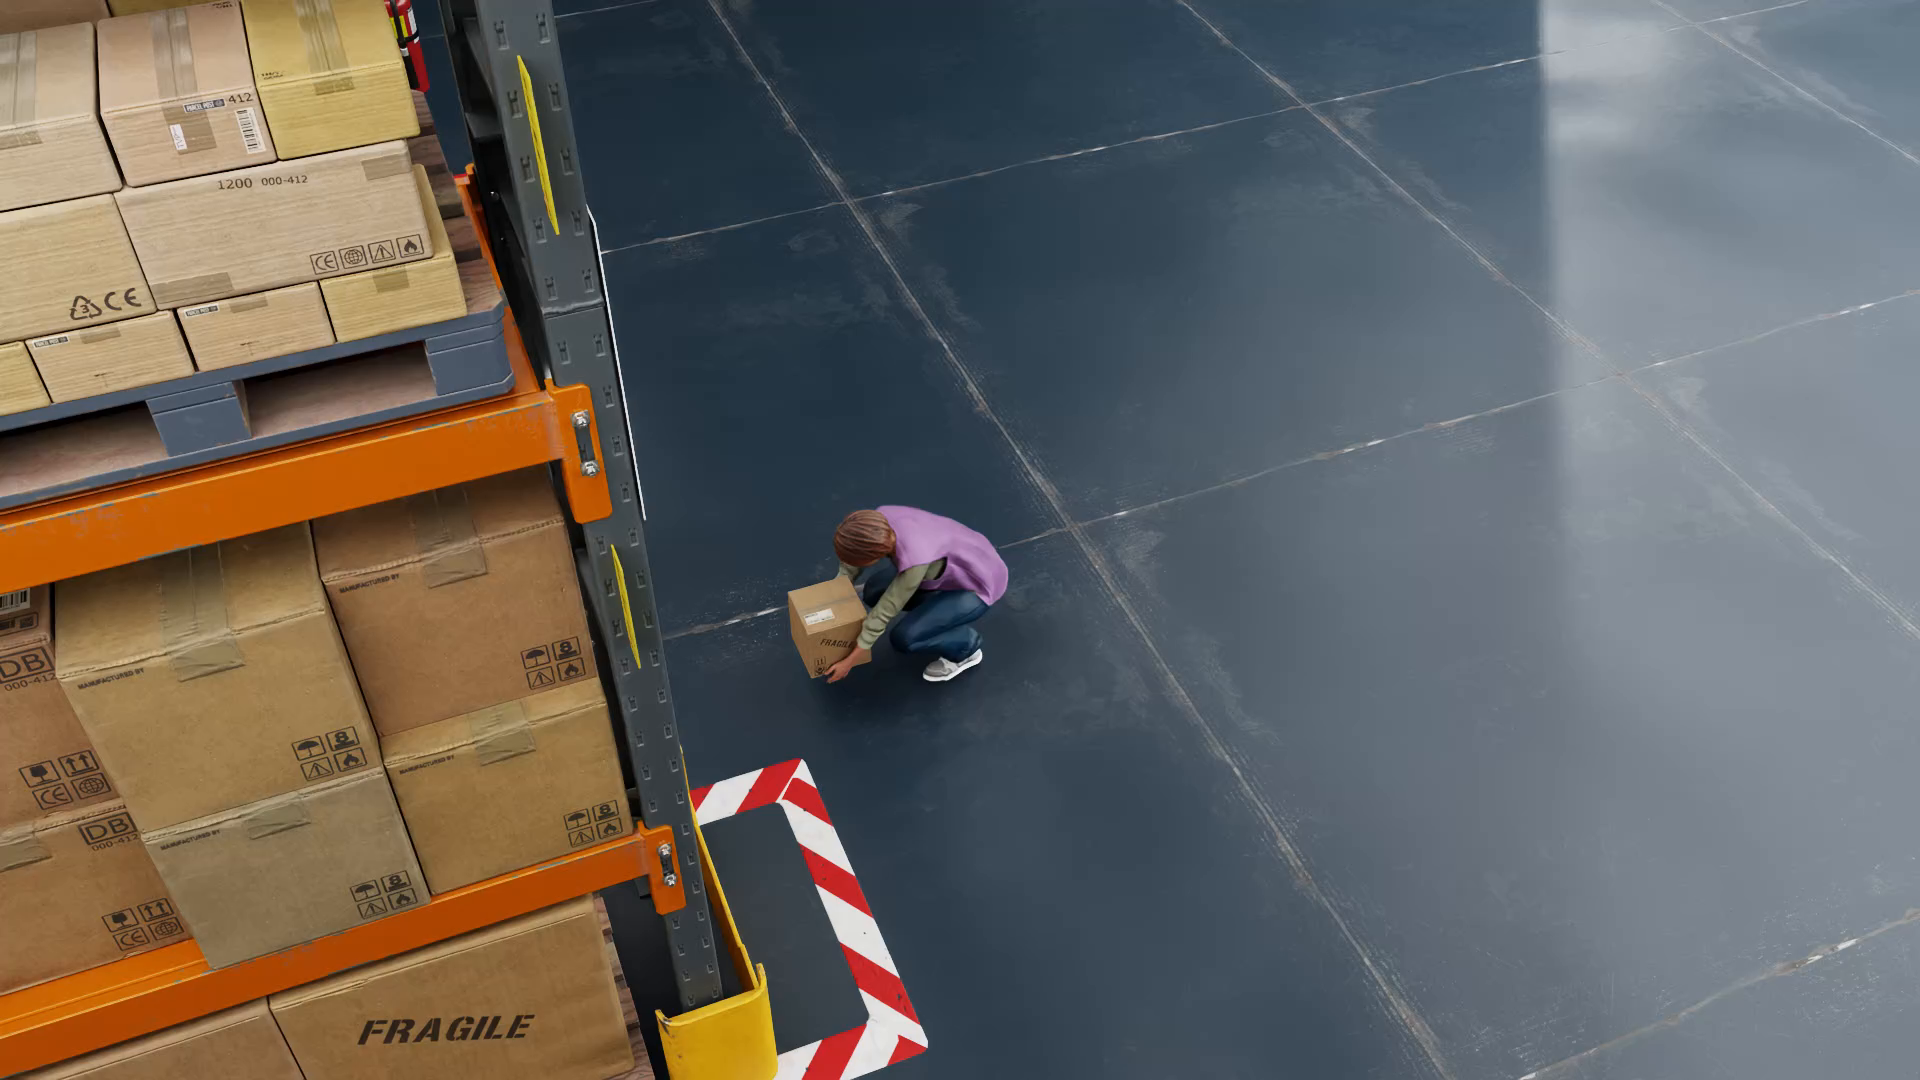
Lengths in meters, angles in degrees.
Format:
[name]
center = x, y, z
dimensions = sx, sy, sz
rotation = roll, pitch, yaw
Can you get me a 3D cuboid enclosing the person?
[person]
center = -0.200, 0.170, 6.515
dimensions = 0.825, 0.889, 0.430
rotation = -16, 45, -17
